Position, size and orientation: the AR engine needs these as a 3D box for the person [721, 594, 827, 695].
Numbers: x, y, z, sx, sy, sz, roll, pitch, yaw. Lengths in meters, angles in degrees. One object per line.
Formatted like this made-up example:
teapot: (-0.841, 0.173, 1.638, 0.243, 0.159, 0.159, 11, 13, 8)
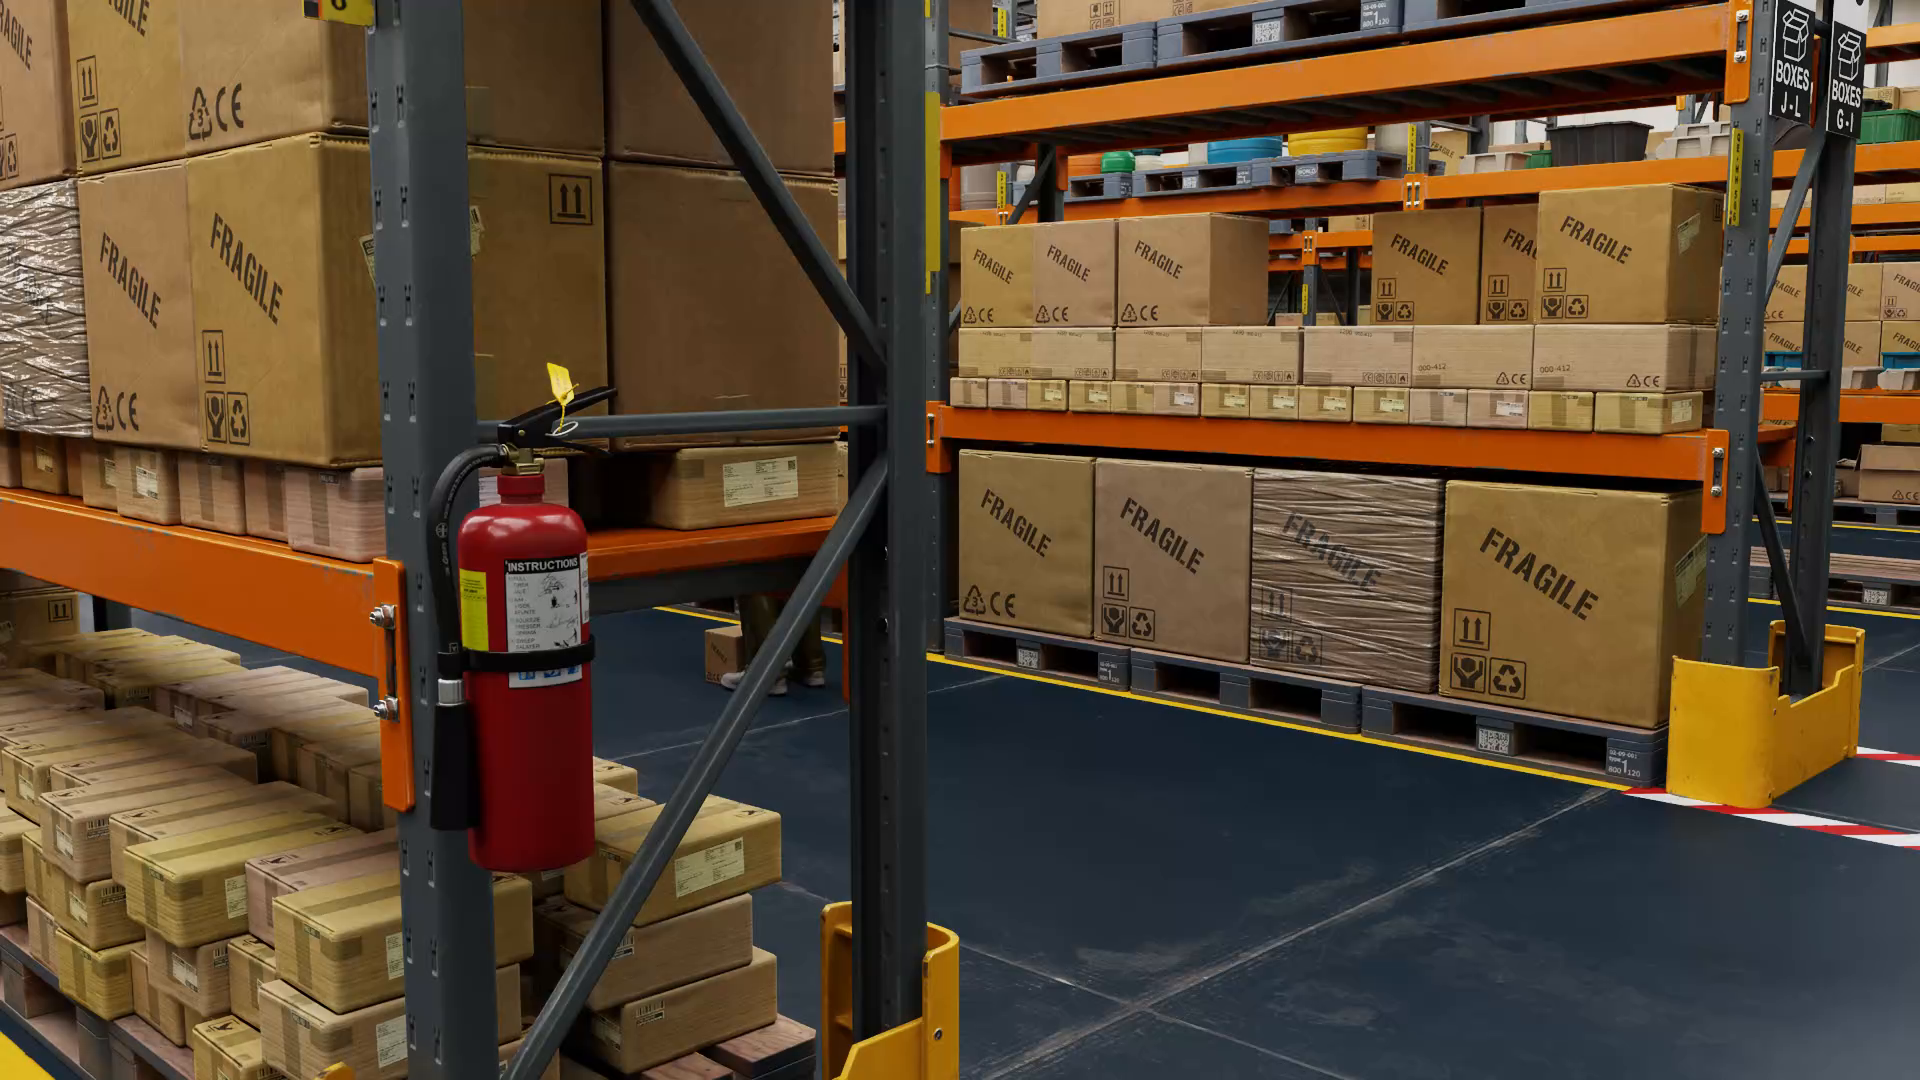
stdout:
person: (-0.865, -0.178, 7.785, 0.426, 1.773, 0.640, 6, 9, 43)
